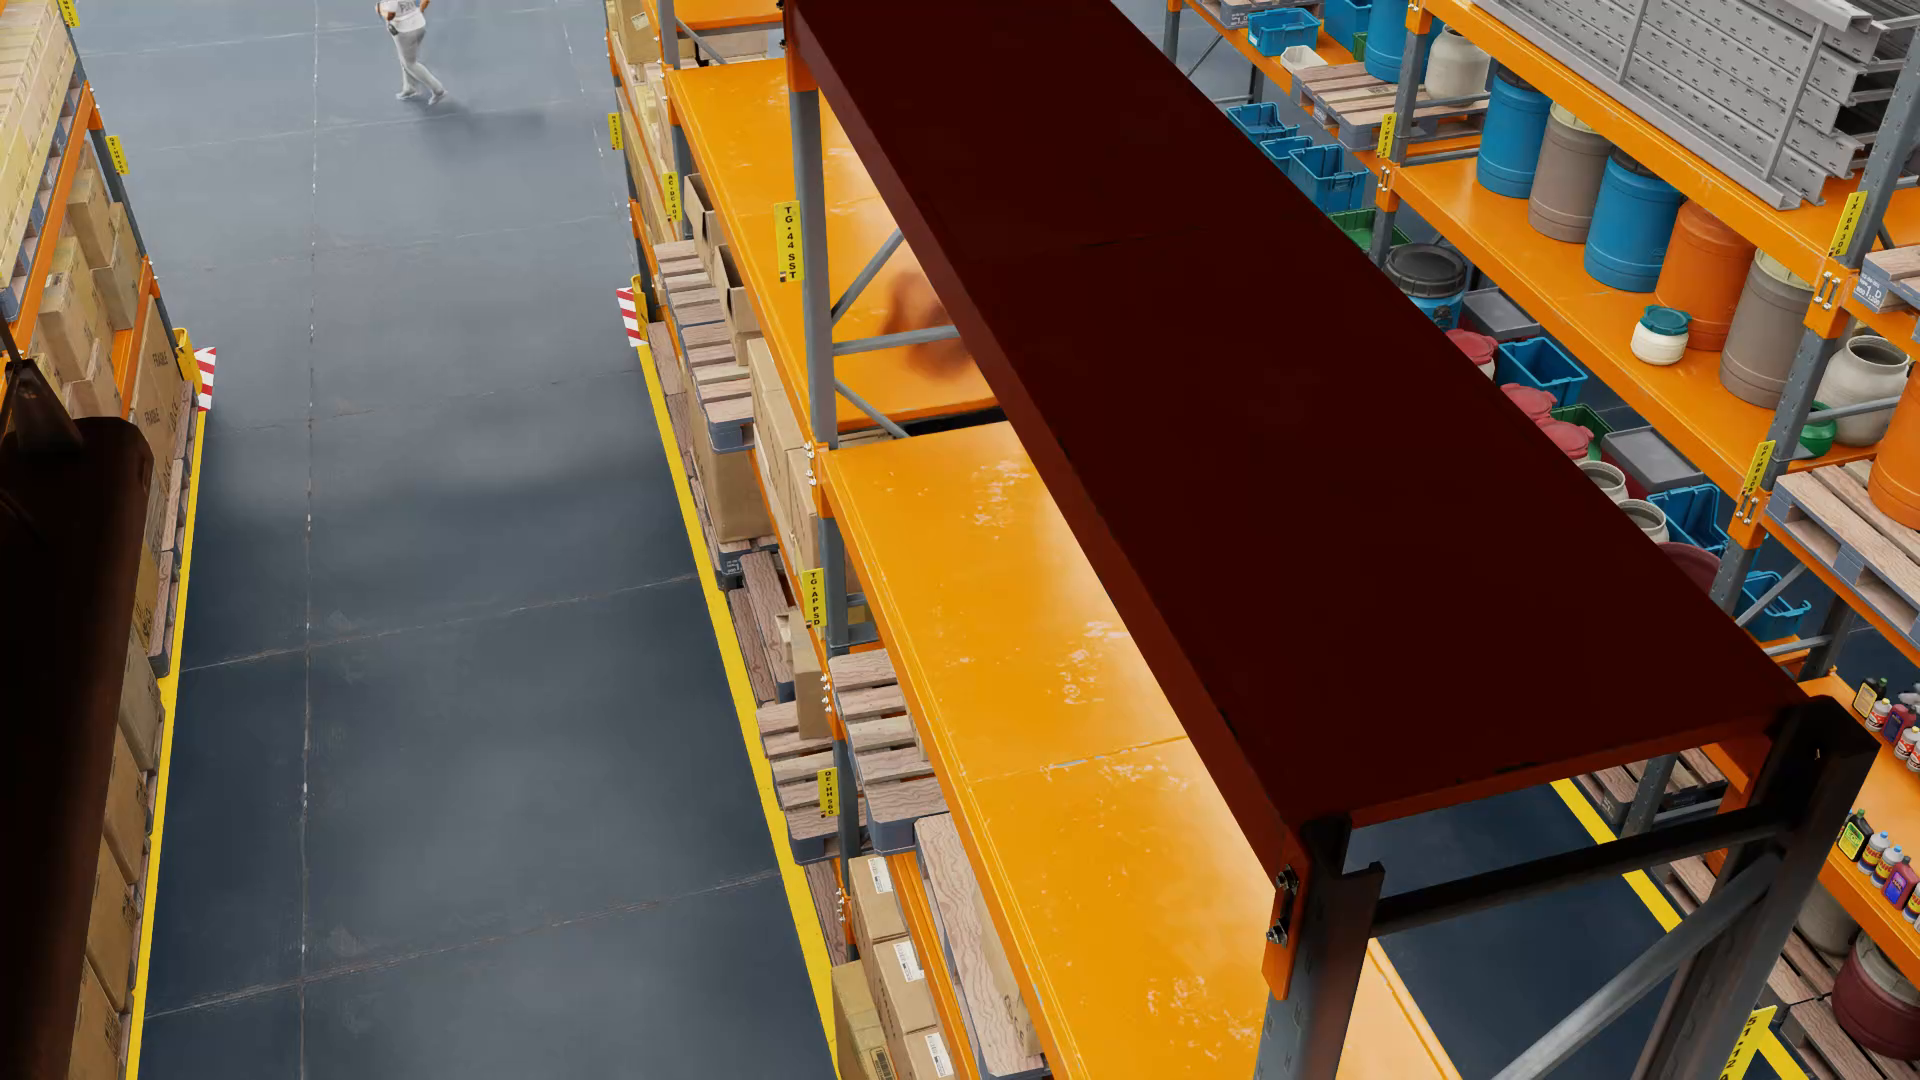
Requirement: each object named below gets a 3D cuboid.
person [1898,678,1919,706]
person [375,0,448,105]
[{"bbox_3d":[6.731,0.597,10.726,0.511,1.713,0.825,-16,41,-19],"label":"person"},{"bbox_3d":[-6.187,-5.697,18.680,0.813,1.689,0.602,11,40,14],"label":"person"}]
